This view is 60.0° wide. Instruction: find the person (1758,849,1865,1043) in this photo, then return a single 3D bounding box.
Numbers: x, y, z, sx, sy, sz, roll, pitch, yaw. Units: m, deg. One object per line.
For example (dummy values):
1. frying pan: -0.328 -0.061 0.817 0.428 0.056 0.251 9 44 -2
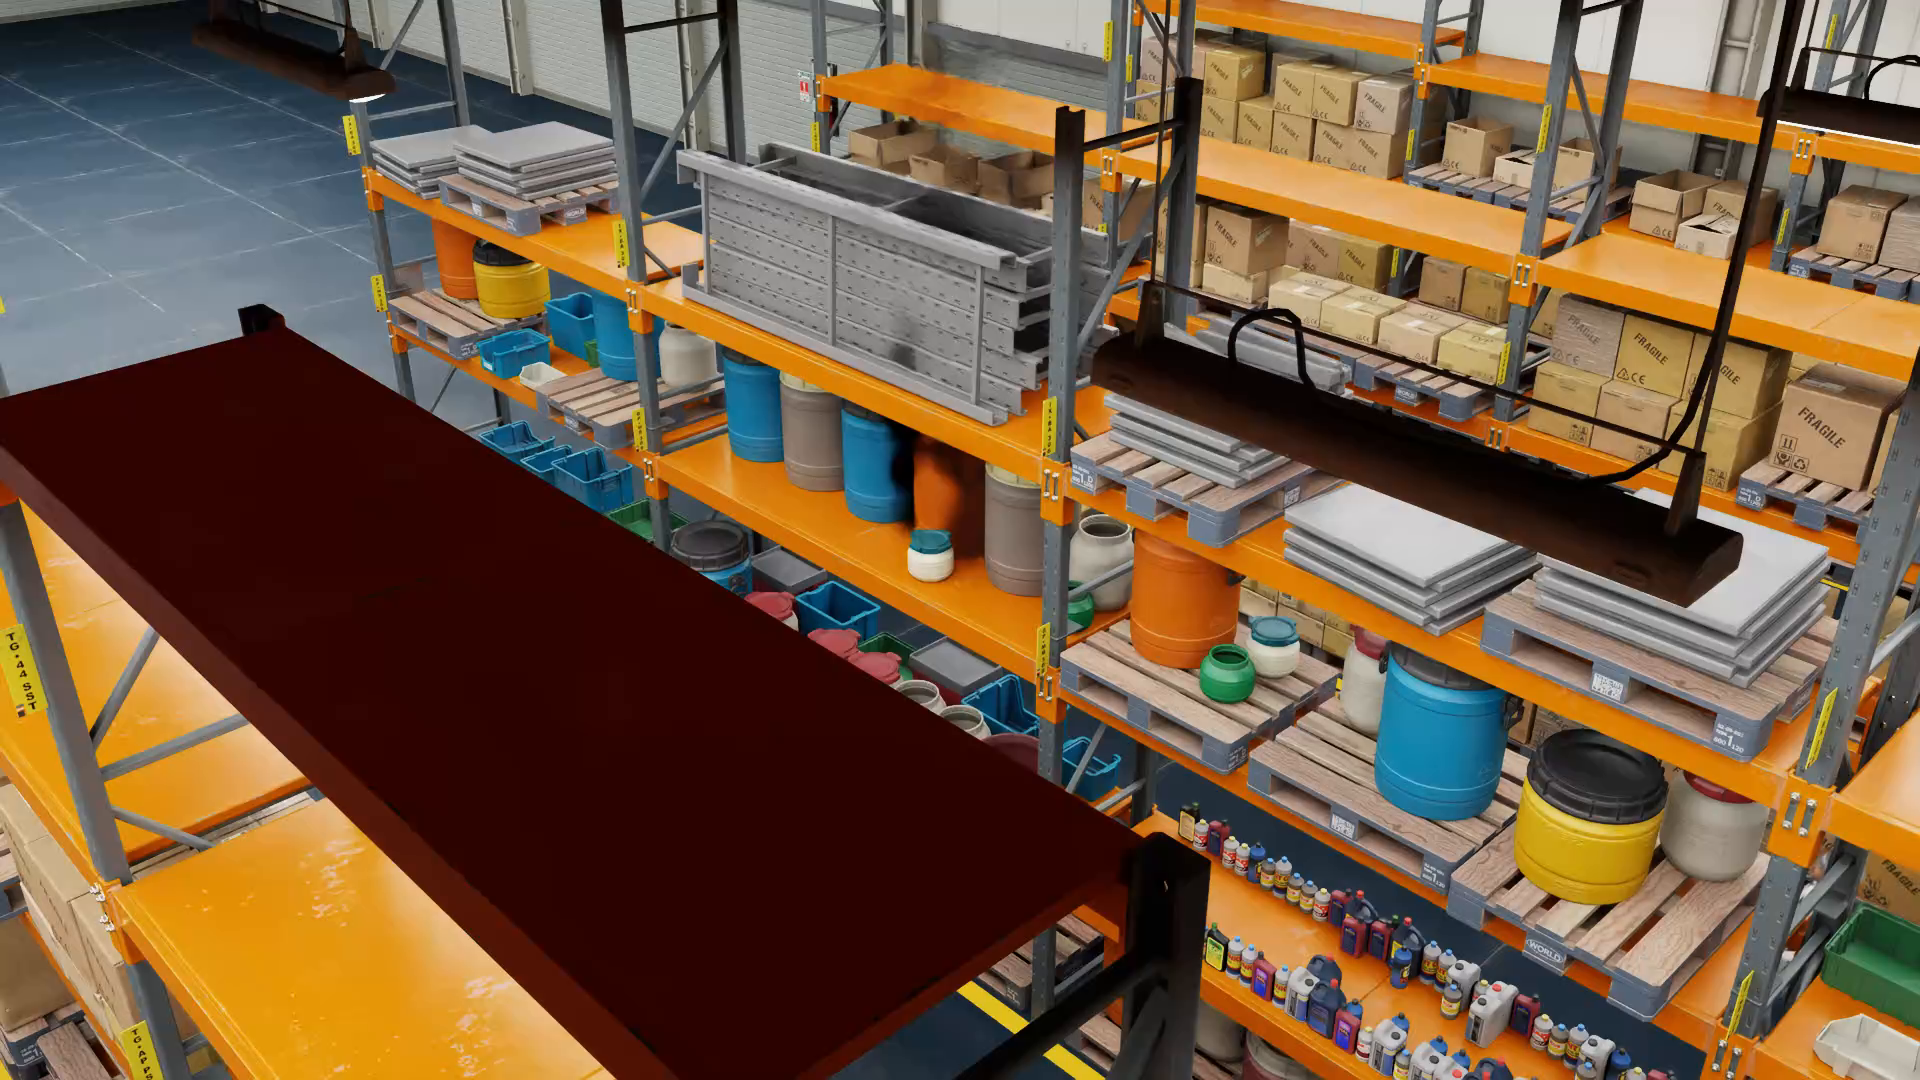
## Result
1. person: 5.250 2.585 10.289 0.714 1.649 0.623 20 34 32
